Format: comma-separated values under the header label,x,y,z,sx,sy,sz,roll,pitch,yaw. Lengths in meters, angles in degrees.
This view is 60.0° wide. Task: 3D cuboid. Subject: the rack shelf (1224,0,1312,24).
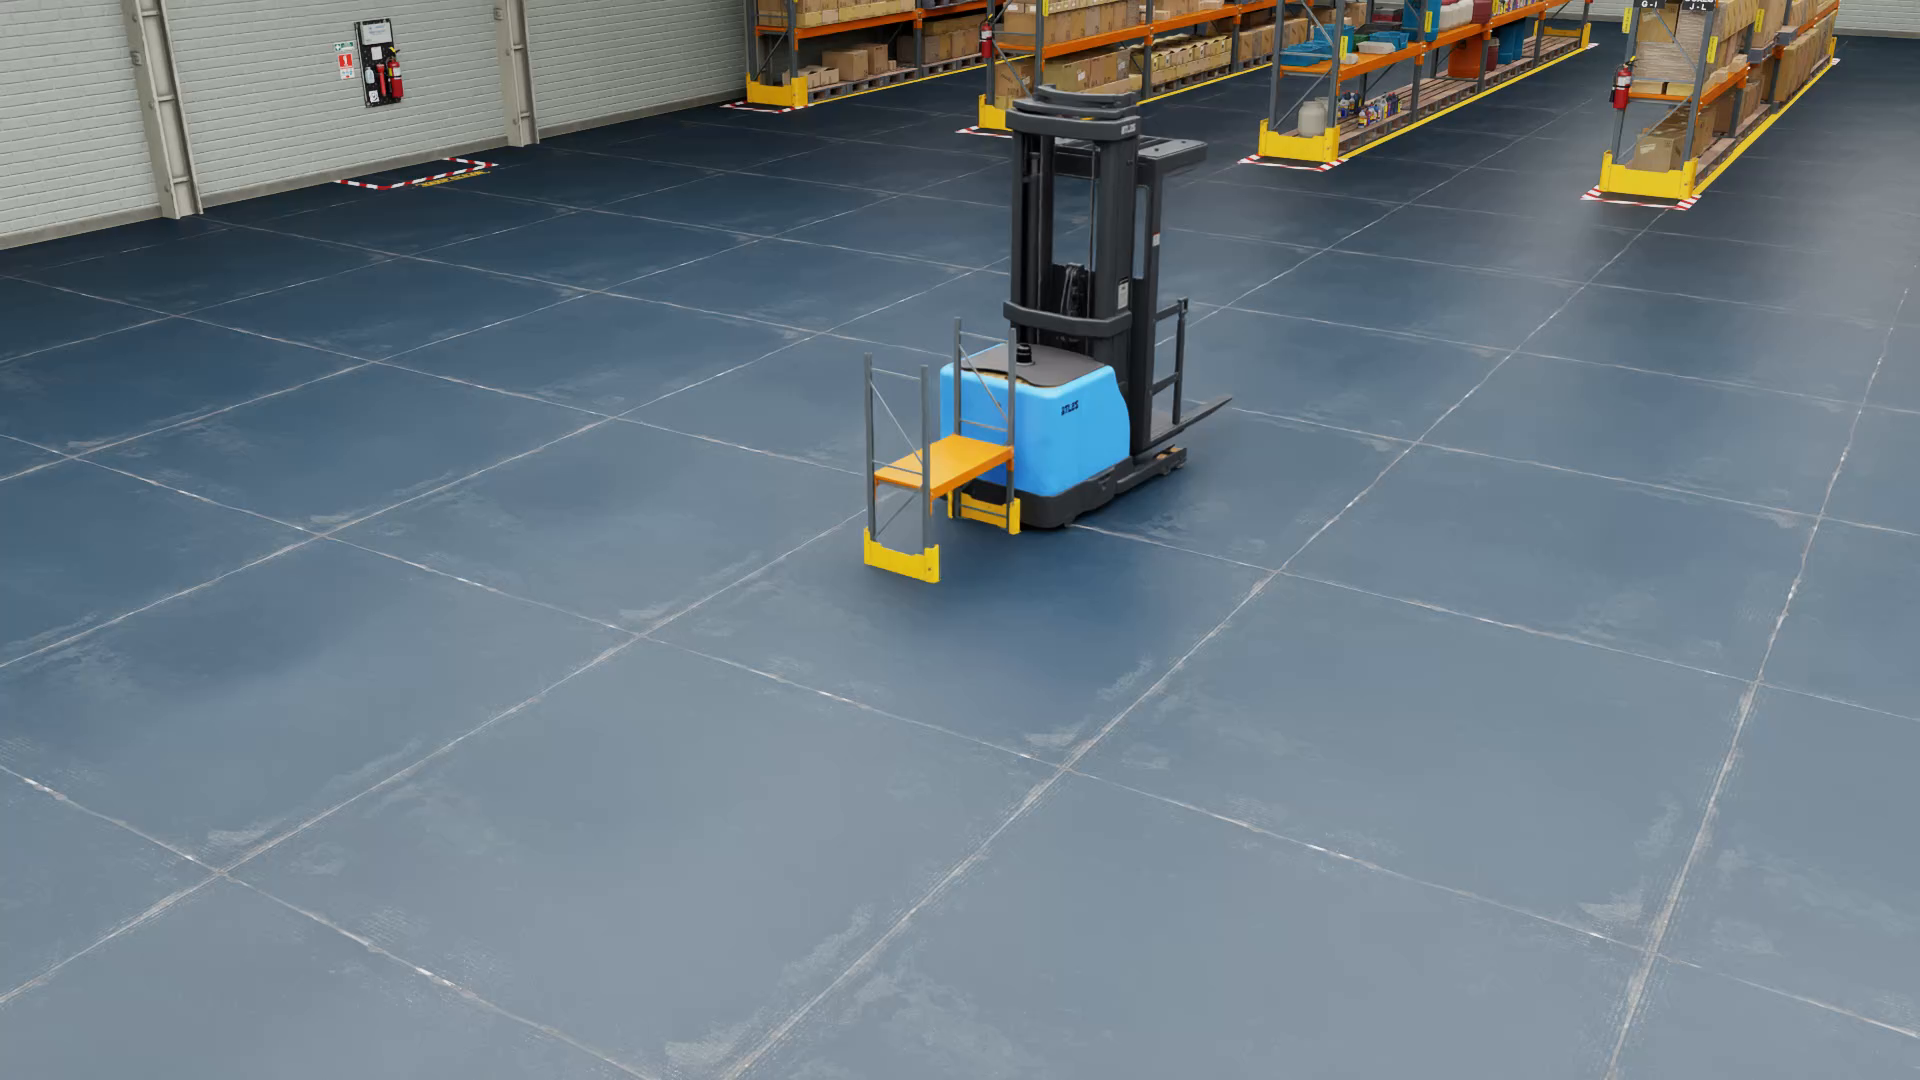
label,x,y,z,sx,sy,sz,roll,pitch,yaw
rack shelf,6.163,-11.207,34.769,1.077,0.370,4.000,14,27,29

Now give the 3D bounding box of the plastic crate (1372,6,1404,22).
label,x,y,z,sx,sy,sz,roll,pitch,yaw
plastic crate,7.200,-8.730,28.060,0.402,0.464,0.583,14,27,29

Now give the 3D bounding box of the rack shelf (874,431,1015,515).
label,x,y,z,sx,sy,sz,roll,pitch,yaw
rack shelf,-0.120,-0.470,11.400,0.538,0.185,1.000,15,28,32

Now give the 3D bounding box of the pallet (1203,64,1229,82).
label,x,y,z,sx,sy,sz,roll,pitch,yaw
pallet,4.641,-9.313,32.998,1.003,0.211,1.213,14,27,29

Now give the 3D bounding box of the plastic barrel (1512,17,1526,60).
label,x,y,z,sx,sy,sz,roll,pitch,yaw
plastic barrel,11.123,-10.223,33.702,0.600,0.901,0.708,14,27,29

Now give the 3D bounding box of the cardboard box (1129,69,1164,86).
label,x,y,z,sx,sy,sz,roll,pitch,yaw
cardboard box,3.421,-8.528,30.605,0.500,0.250,0.500,13,27,28

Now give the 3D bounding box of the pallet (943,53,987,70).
label,x,y,z,sx,sy,sz,roll,pitch,yaw
pallet,-0.160,-9.946,34.460,1.003,0.211,1.213,14,27,29

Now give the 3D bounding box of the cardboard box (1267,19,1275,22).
label,x,y,z,sx,sy,sz,roll,pitch,yaw
cardboard box,6.484,-10.973,35.914,0.500,0.500,0.500,14,27,30

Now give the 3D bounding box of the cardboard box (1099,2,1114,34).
label,x,y,z,sx,sy,sz,roll,pitch,yaw
cardboard box,2.229,-9.059,28.776,0.700,0.500,0.500,14,27,30

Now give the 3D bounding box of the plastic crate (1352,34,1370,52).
label,x,y,z,sx,sy,sz,roll,pitch,yaw
plastic crate,6.248,-7.977,26.668,0.450,0.188,0.662,14,27,29

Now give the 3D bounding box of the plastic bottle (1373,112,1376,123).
label,x,y,z,sx,sy,sz,roll,pitch,yaw
plastic bottle,6.601,-6.770,26.582,0.097,0.201,0.097,0,23,0

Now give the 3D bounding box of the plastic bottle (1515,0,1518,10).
label,x,y,z,sx,sy,sz,roll,pitch,yaw
plastic bottle,10.756,-10.414,32.178,0.061,0.283,0.133,14,27,29

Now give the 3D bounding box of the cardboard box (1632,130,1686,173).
label,x,y,z,sx,sy,sz,roll,pitch,yaw
cardboard box,9.646,-5.338,22.923,0.500,0.500,0.500,20,30,38

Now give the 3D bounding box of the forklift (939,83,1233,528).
label,x,y,z,sx,sy,sz,roll,pitch,yaw
forklift,1.126,-1.952,12.569,1.130,2.935,3.031,17,28,33

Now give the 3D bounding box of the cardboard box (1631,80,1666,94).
label,x,y,z,sx,sy,sz,roll,pitch,yaw
cardboard box,9.277,-6.109,22.403,0.380,0.149,0.250,14,27,29

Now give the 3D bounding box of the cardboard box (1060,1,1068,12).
label,x,y,z,sx,sy,sz,roll,pitch,yaw
cardboard box,1.548,-8.767,27.283,0.380,0.149,0.250,14,27,29

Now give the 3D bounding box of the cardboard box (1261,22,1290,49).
label,x,y,z,sx,sy,sz,roll,pitch,yaw
cardboard box,6.668,-10.707,35.299,0.500,0.500,0.500,14,27,30

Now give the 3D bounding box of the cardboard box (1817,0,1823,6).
label,x,y,z,sx,sy,sz,roll,pitch,yaw
cardboard box,16.102,-10.307,31.597,0.500,0.250,0.500,13,27,28

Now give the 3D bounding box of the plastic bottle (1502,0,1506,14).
label,x,y,z,sx,sy,sz,roll,pitch,yaw
plastic bottle,10.292,-10.118,31.493,0.061,0.283,0.133,14,27,29

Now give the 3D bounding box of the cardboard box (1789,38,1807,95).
label,x,y,z,sx,sy,sz,roll,pitch,yaw
cardboard box,14.380,-8.531,29.826,1.225,0.875,0.875,14,27,29

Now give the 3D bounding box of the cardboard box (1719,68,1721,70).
label,x,y,z,sx,sy,sz,roll,pitch,yaw
cardboard box,10.548,-6.614,23.569,0.380,0.149,0.250,14,27,29

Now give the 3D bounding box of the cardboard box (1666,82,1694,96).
label,x,y,z,sx,sy,sz,roll,pitch,yaw
cardboard box,9.655,-6.016,22.188,0.380,0.149,0.250,14,27,29

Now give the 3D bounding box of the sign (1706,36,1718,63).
label,x,y,z,sx,sy,sz,roll,pitch,yaw
sign,9.763,-6.369,21.597,0.100,0.325,0.005,14,27,29

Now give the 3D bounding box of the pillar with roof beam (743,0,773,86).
label,x,y,z,sx,sy,sz,roll,pitch,yaw
pillar with roof beam,-0.031,-11.468,26.913,9.100,9.000,0.400,14,27,29

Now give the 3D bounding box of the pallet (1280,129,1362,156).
label,x,y,z,sx,sy,sz,roll,pitch,yaw
pallet,5.527,-6.152,25.696,1.003,0.211,1.213,14,27,29

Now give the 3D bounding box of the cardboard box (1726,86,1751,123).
label,x,y,z,sx,sy,sz,roll,pitch,yaw
cardboard box,12.317,-7.039,26.826,0.700,0.500,0.500,11,26,24

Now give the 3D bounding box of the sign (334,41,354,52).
label,x,y,z,sx,sy,sz,roll,pitch,yaw
sign,-8.558,-6.860,23.109,0.001,0.109,0.331,14,27,29

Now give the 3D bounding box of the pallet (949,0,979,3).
label,x,y,z,sx,sy,sz,roll,pitch,yaw
pallet,-0.112,-11.135,33.937,1.003,0.211,1.213,14,27,29

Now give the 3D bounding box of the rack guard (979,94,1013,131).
label,x,y,z,sx,sy,sz,roll,pitch,yaw
rack guard,0.875,-7.007,27.307,1.175,0.500,0.348,14,27,29

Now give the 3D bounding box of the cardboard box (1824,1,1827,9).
label,x,y,z,sx,sy,sz,roll,pitch,yaw
cardboard box,16.620,-10.403,32.322,0.380,0.149,0.250,13,27,28

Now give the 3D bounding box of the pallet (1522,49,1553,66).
label,x,y,z,sx,sy,sz,roll,pitch,yaw
pallet,11.779,-10.150,34.930,1.003,0.211,1.213,14,27,29

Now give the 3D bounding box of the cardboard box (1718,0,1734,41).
label,x,y,z,sx,sy,sz,roll,pitch,yaw
cardboard box,10.093,-7.022,22.437,0.500,0.500,0.500,14,27,29

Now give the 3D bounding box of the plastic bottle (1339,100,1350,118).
label,x,y,z,sx,sy,sz,roll,pitch,yaw
plastic bottle,6.241,-7.010,27.042,0.152,0.276,0.135,14,27,29

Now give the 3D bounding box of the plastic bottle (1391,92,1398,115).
label,x,y,z,sx,sy,sz,roll,pitch,yaw
plastic bottle,7.109,-7.182,27.345,0.144,0.351,0.185,13,27,28

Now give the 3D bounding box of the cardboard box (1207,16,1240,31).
label,x,y,z,sx,sy,sz,roll,pitch,yaw
cardboard box,5.428,-10.646,34.216,0.500,0.250,0.500,15,28,31

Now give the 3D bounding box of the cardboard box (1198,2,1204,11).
label,x,y,z,sx,sy,sz,roll,pitch,yaw
cardboard box,4.483,-10.305,32.095,0.380,0.149,0.250,16,28,33

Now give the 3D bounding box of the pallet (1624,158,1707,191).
label,x,y,z,sx,sy,sz,roll,pitch,yaw
pallet,9.801,-5.098,23.261,1.003,0.211,1.213,14,27,29

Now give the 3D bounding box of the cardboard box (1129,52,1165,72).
label,x,y,z,sx,sy,sz,roll,pitch,yaw
cardboard box,3.428,-8.788,30.501,0.500,0.311,0.500,14,27,29

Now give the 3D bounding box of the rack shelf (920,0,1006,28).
label,x,y,z,sx,sy,sz,roll,pitch,yaw
rack shelf,-0.157,-10.894,34.045,1.077,0.370,4.000,14,27,29

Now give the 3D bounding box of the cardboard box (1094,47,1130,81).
label,x,y,z,sx,sy,sz,roll,pitch,yaw
cardboard box,2.665,-8.419,29.410,0.500,0.500,0.500,14,27,29

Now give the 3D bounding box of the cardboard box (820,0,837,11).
label,x,y,z,sx,sy,sz,roll,pitch,yaw
cardboard box,-2.546,-9.747,29.709,0.500,0.500,0.500,14,27,29

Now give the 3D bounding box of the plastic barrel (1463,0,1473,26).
label,x,y,z,sx,sy,sz,roll,pitch,yaw
plastic barrel,8.953,-9.483,29.738,0.421,0.512,0.421,0,23,0

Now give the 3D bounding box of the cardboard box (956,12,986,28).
label,x,y,z,sx,sy,sz,roll,pitch,yaw
cardboard box,0.208,-10.865,34.721,0.500,0.250,0.500,14,27,30

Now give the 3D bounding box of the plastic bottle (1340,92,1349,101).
label,x,y,z,sx,sy,sz,roll,pitch,yaw
plastic bottle,6.326,-7.210,27.411,0.144,0.351,0.185,13,26,27

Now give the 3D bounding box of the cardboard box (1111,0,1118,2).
label,x,y,z,sx,sy,sz,roll,pitch,yaw
cardboard box,2.498,-9.376,28.691,0.380,0.149,0.250,14,27,29

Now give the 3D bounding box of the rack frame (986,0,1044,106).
label,x,y,z,sx,sy,sz,roll,pitch,yaw
rack frame,0.888,-8.163,26.829,1.000,3.000,0.127,14,27,29

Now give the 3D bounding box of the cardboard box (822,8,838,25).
label,x,y,z,sx,sy,sz,roll,pitch,yaw
cardboard box,-2.533,-9.416,29.889,0.500,0.250,0.500,13,27,27

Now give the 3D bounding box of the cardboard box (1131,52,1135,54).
label,x,y,z,sx,sy,sz,roll,pitch,yaw
cardboard box,2.968,-8.898,30.754,0.500,0.311,0.500,14,27,29

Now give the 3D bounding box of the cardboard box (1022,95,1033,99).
label,x,y,z,sx,sy,sz,roll,pitch,yaw
cardboard box,1.360,-7.228,27.603,0.500,0.250,0.500,14,27,29

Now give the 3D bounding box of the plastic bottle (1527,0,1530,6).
label,x,y,z,sx,sy,sz,roll,pitch,yaw
plastic bottle,11.217,-10.772,32.919,0.144,0.351,0.185,14,27,29

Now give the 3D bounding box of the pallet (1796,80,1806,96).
label,x,y,z,sx,sy,sz,roll,pitch,yaw
pallet,15.289,-8.580,31.303,1.003,0.211,1.213,14,27,29

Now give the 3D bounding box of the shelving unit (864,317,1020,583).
label,x,y,z,sx,sy,sz,roll,pitch,yaw
shelving unit,-0.114,-0.638,11.335,0.587,1.500,1.083,15,28,32

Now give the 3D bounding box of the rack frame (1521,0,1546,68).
label,x,y,z,sx,sy,sz,roll,pitch,yaw
rack frame,11.424,-11.173,33.784,1.000,3.000,0.127,14,27,29

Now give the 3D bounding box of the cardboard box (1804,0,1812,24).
label,x,y,z,sx,sy,sz,roll,pitch,yaw
cardboard box,15.081,-9.623,30.077,0.500,0.500,0.500,14,27,28
